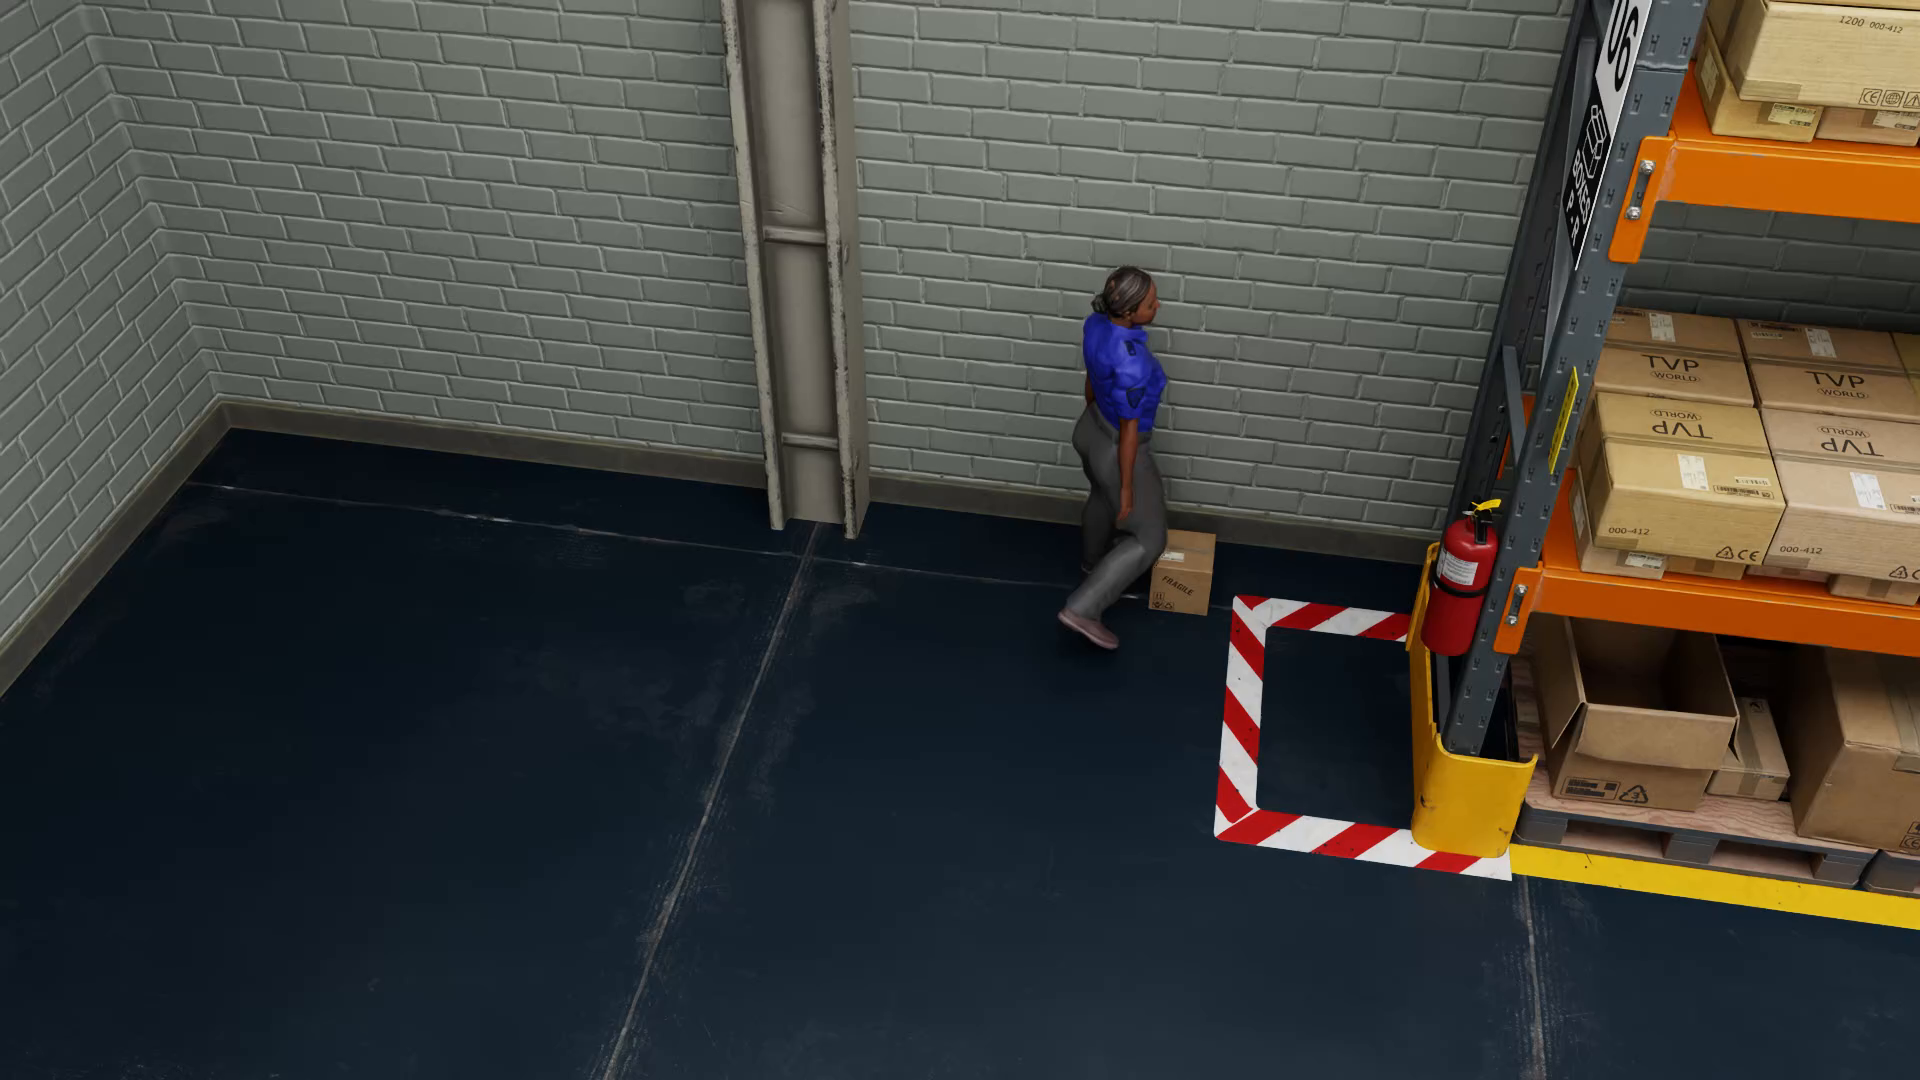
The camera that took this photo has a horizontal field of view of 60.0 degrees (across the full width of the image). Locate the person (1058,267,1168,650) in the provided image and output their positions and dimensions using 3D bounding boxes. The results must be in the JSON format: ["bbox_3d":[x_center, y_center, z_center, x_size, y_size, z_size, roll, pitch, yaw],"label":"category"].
[{"bbox_3d":[0.603,-0.346,6.556,0.600,1.641,0.646,-15,43,-17],"label":"person"}]
